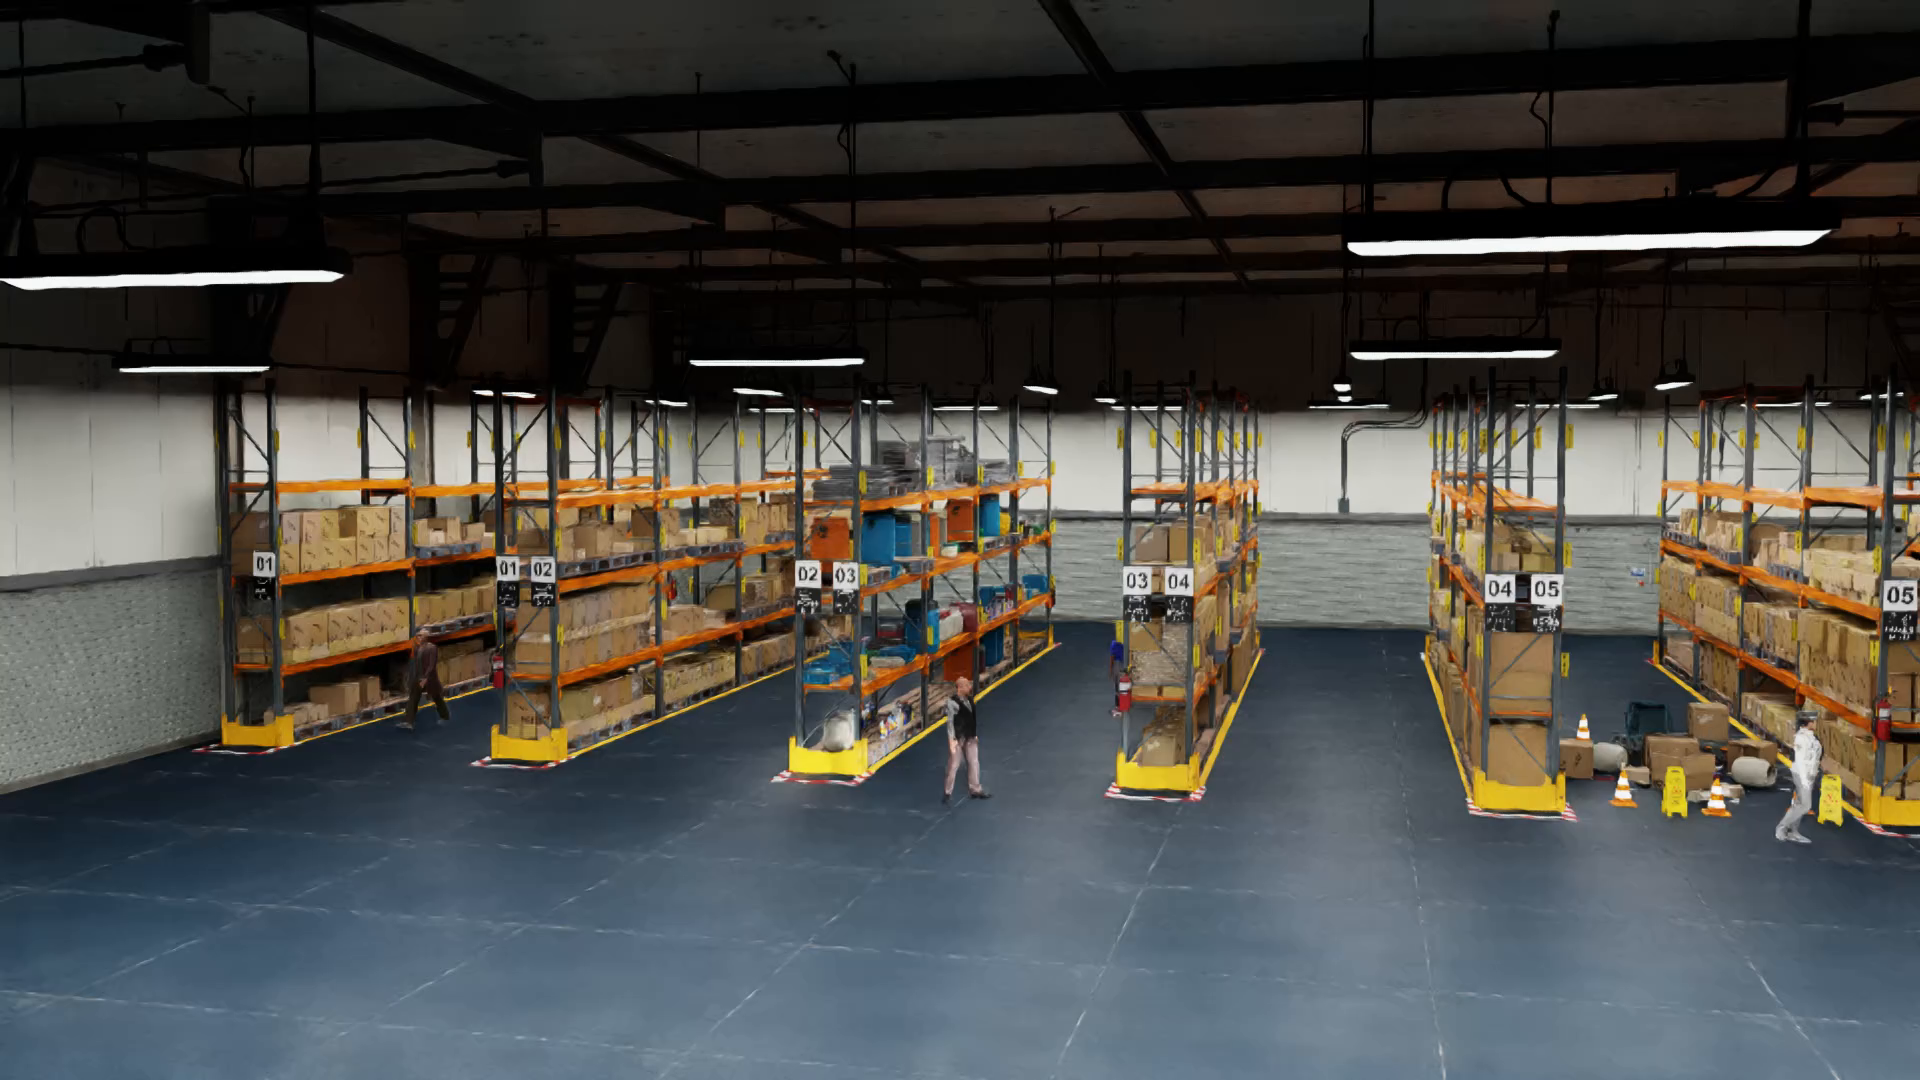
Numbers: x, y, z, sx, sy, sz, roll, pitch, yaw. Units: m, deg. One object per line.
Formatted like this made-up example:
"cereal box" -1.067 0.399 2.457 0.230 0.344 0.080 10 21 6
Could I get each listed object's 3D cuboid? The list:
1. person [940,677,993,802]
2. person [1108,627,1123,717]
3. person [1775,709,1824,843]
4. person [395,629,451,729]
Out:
"person" 0.052 2.747 23.030 0.496 1.718 0.697 3 5 43
"person" 2.878 2.350 30.218 0.543 1.652 0.575 3 4 39
"person" 10.395 2.930 20.612 0.454 1.649 0.642 3 5 41
"person" -9.276 2.399 28.818 0.573 1.715 1.100 1 4 22
